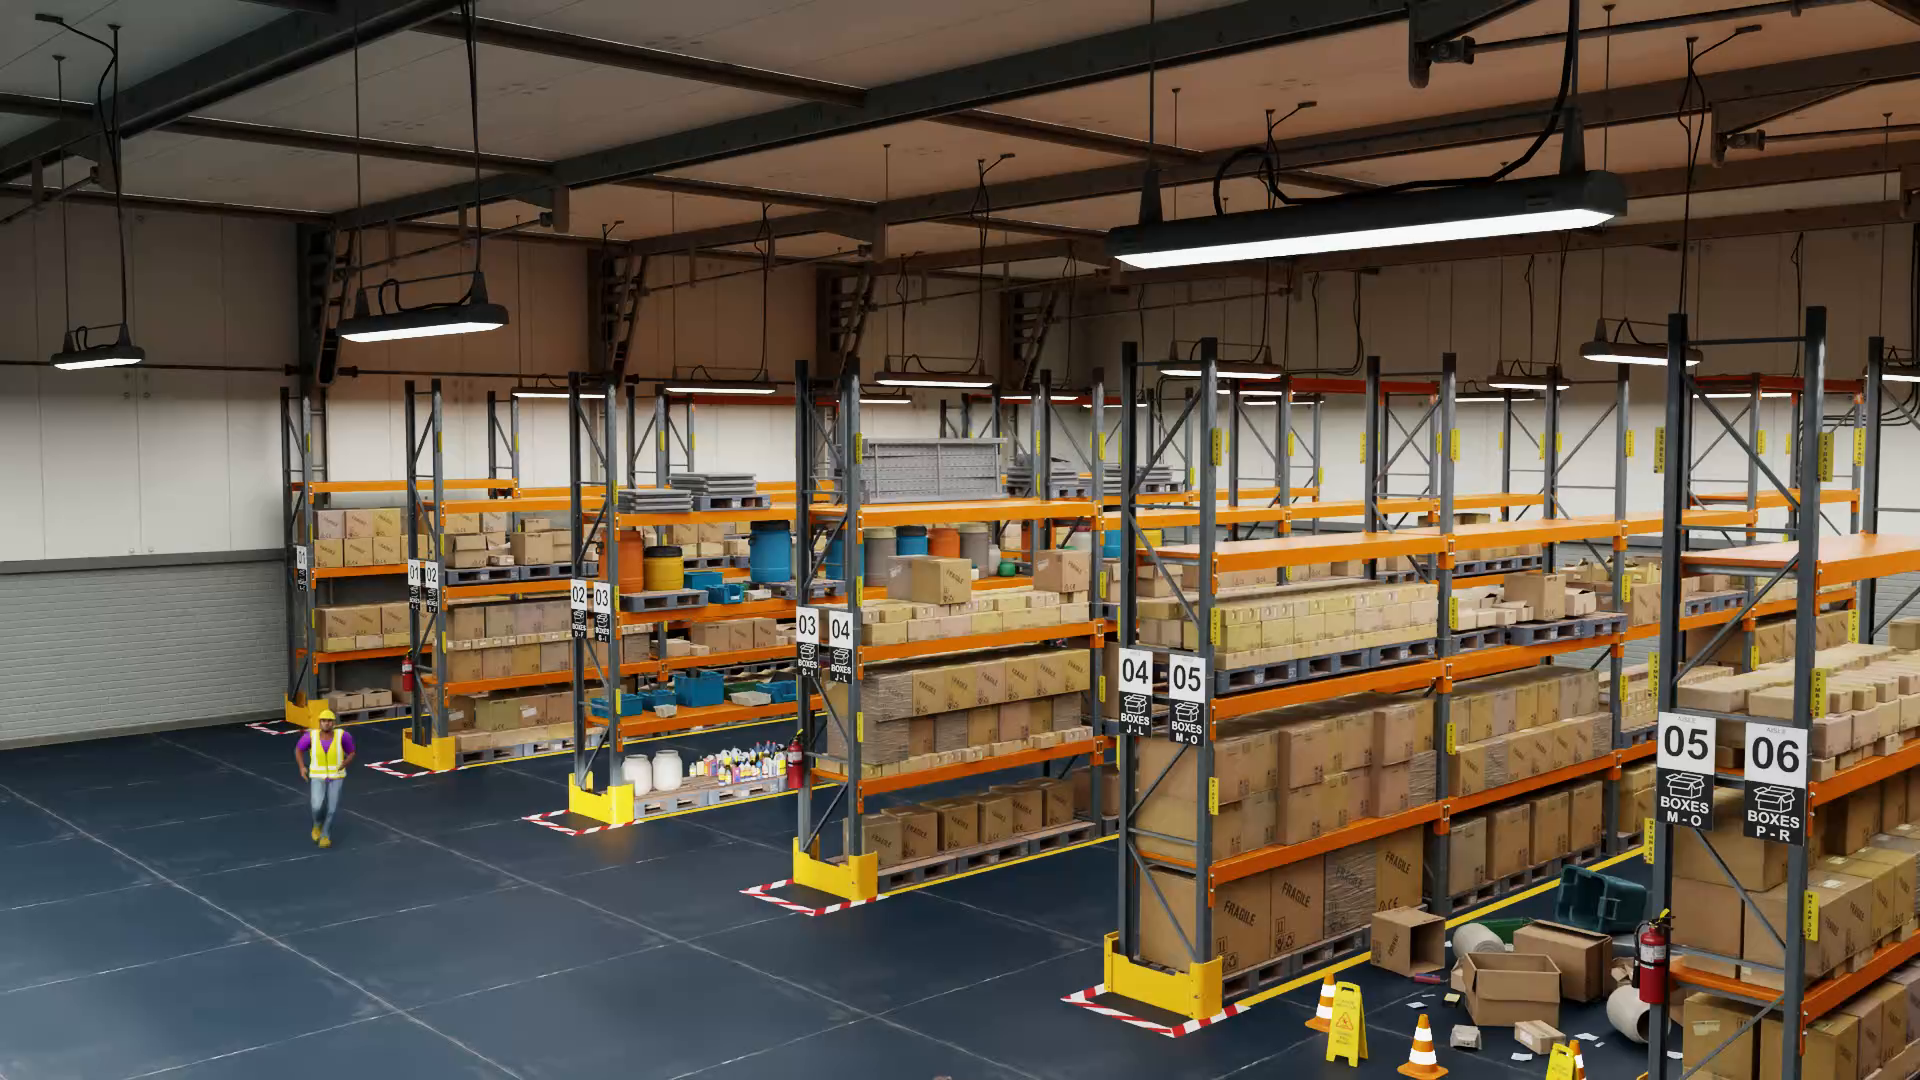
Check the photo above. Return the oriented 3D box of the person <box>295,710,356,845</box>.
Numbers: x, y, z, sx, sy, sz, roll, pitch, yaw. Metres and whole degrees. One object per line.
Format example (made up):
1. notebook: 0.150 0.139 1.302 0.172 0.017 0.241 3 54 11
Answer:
1. person: -7.904 2.971 20.756 0.700 1.718 0.603 -2 4 -23

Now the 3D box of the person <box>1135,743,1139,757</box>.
1. person: 2.765 2.691 24.864 0.827 1.769 0.701 -3 5 -43
